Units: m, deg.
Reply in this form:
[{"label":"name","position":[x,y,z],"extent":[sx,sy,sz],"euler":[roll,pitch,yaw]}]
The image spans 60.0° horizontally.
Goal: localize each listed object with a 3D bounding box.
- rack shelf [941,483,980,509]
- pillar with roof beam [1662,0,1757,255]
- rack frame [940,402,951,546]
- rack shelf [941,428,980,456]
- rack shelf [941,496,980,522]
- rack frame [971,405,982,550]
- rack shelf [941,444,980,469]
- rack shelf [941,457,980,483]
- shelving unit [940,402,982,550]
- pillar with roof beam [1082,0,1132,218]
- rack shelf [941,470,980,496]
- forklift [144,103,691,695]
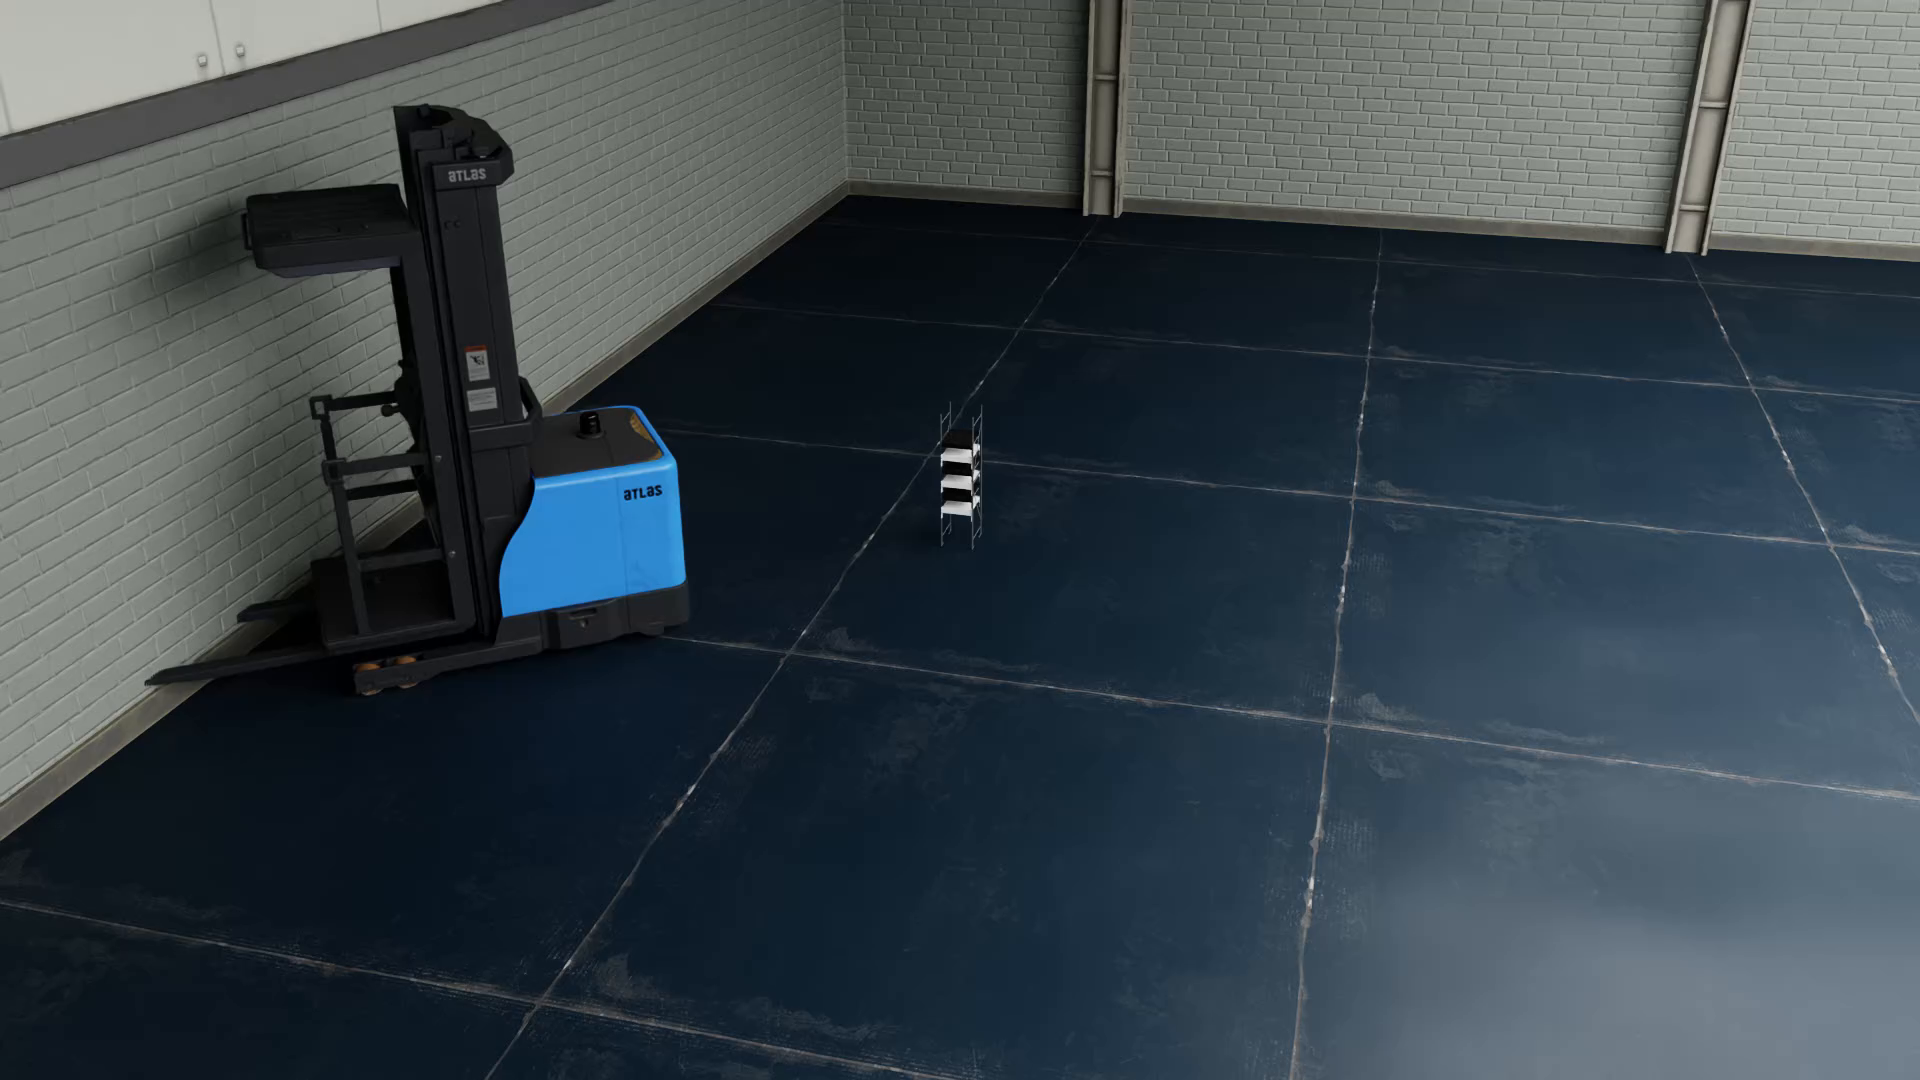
[{"label":"rack shelf","position":[0.008,-0.294,10.608],"extent":[0.200,0.077,0.258],"euler":[6,26,13]},{"label":"pillar with roof beam","position":[6.310,-5.228,11.262],"extent":[0.400,9.000,9.100],"euler":[6,26,13]},{"label":"rack frame","position":[-0.091,-0.416,10.578],"extent":[0.006,0.900,0.240],"euler":[6,26,13]},{"label":"rack shelf","position":[0.008,-0.619,10.453],"extent":[0.200,0.077,0.258],"euler":[6,26,13]},{"label":"rack shelf","position":[0.008,-0.213,10.646],"extent":[0.200,0.077,0.258],"euler":[6,26,13]},{"label":"rack frame","position":[0.106,-0.395,10.532],"extent":[0.006,0.900,0.240],"euler":[6,26,13]},{"label":"rack shelf","position":[0.008,-0.538,10.492],"extent":[0.200,0.077,0.258],"euler":[6,26,13]},{"label":"rack shelf","position":[0.008,-0.457,10.530],"extent":[0.200,0.077,0.258],"euler":[6,26,13]},{"label":"shelving unit","position":[0.008,-0.405,10.555],"extent":[0.210,0.900,0.258],"euler":[6,26,13]},{"label":"pillar with roof beam","position":[0.499,-5.870,12.611],"extent":[0.400,9.000,9.100],"euler":[6,26,13]},{"label":"rack shelf","position":[0.008,-0.375,10.569],"extent":[0.200,0.077,0.258],"euler":[6,26,13]},{"label":"forklift","position":[-3.127,-0.744,8.903],"extent":[3.031,2.935,1.130],"euler":[-10,27,-20]}]
